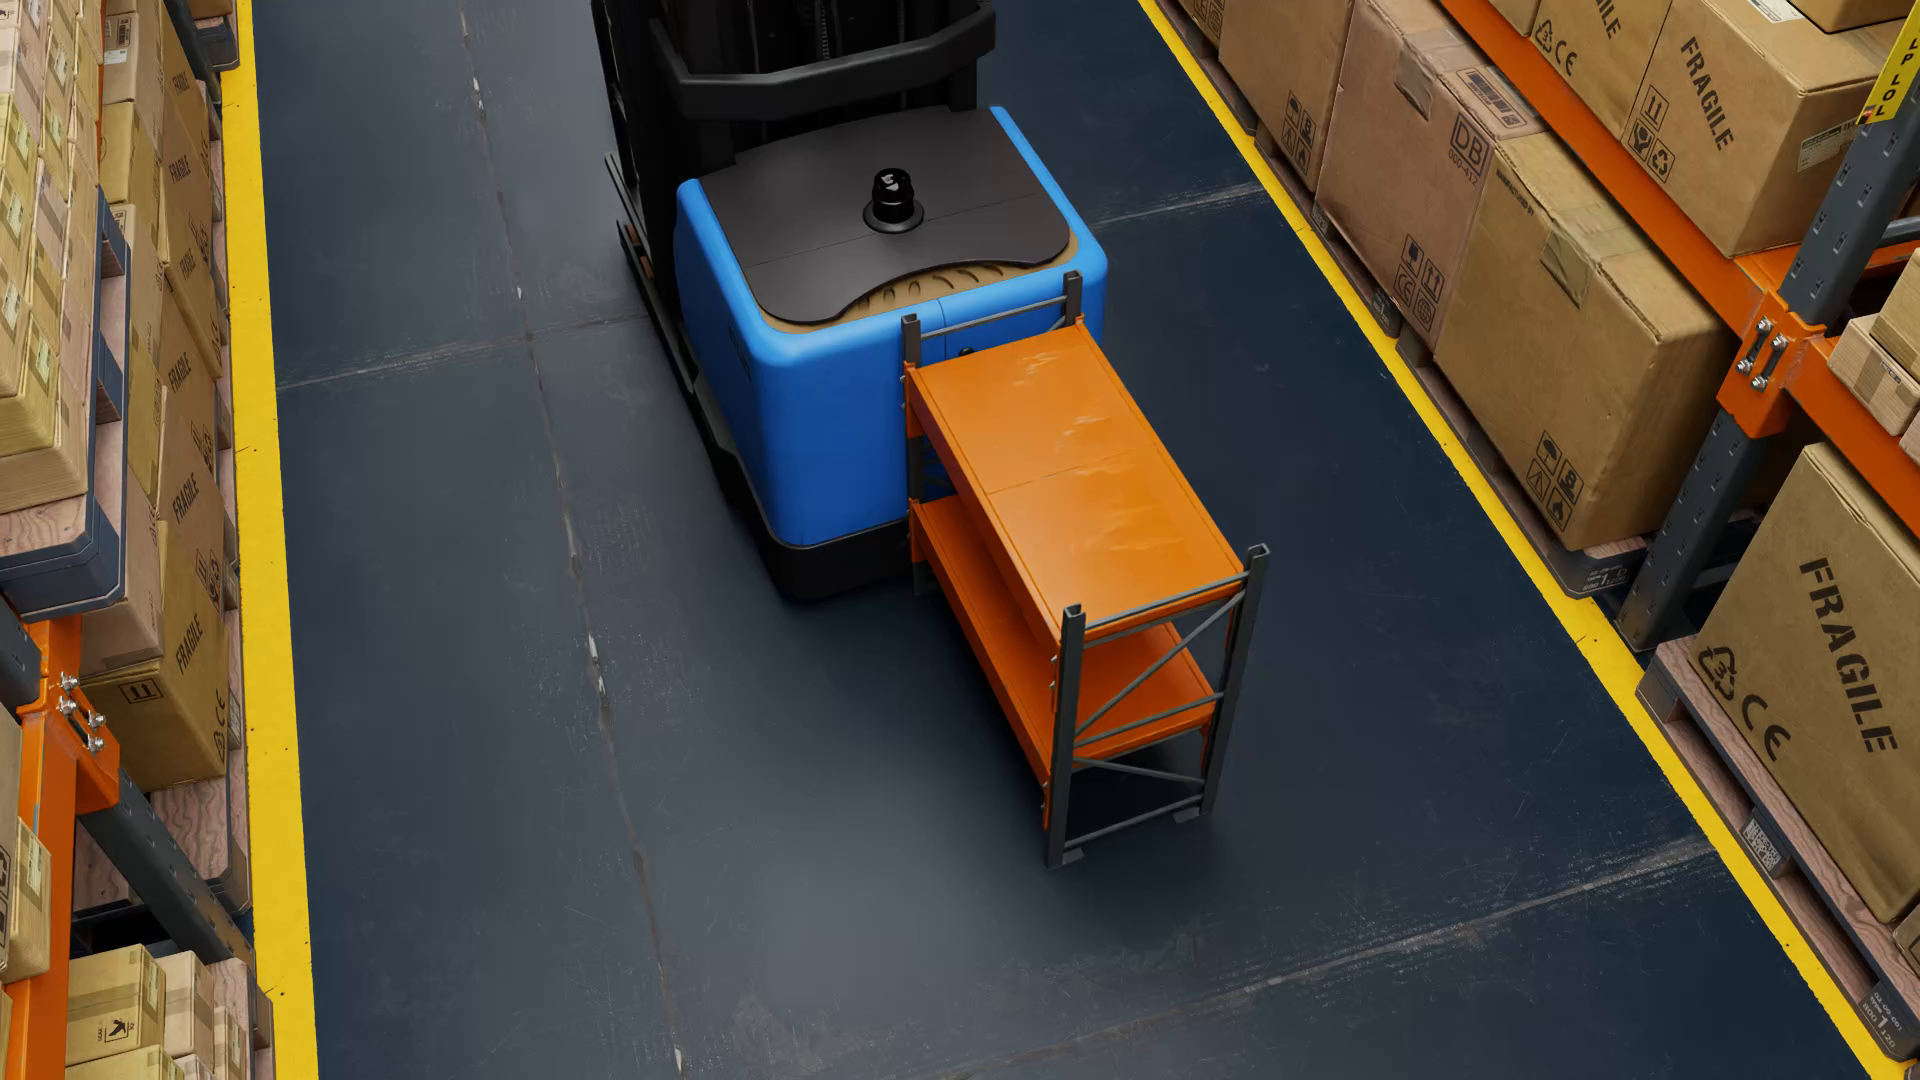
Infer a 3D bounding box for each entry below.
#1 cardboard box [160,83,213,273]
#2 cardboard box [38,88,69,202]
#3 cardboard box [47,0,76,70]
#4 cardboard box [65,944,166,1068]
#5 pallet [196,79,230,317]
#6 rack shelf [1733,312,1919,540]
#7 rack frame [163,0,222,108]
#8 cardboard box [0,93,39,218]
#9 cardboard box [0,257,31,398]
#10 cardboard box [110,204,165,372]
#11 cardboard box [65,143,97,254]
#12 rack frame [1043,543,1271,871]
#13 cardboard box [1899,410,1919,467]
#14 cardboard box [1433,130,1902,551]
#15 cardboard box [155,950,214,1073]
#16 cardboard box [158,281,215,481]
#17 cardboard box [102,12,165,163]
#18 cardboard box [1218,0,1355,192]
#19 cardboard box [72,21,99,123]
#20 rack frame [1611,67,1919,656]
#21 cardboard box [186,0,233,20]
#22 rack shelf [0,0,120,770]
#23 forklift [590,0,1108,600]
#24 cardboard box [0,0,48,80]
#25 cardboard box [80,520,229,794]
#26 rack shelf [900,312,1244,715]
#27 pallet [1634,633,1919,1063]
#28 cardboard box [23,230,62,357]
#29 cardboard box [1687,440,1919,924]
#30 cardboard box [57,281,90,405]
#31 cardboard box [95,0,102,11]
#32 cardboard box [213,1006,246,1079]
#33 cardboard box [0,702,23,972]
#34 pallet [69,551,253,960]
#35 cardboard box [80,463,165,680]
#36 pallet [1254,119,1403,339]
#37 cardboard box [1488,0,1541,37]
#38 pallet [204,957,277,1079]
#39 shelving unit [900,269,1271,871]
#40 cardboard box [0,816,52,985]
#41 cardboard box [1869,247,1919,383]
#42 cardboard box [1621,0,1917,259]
[{"bbox_3d":[-2.887,-1.183,5.645,0.500,0.500,0.500,-11,51,-10],"label":"cardboard box"},{"bbox_3d":[-2.208,-0.842,3.693,0.380,0.149,0.250,-15,52,-13],"label":"cardboard box"},{"bbox_3d":[-2.368,-1.232,4.022,0.380,0.149,0.250,-14,51,-12],"label":"cardboard box"},{"bbox_3d":[-1.944,1.060,3.596,0.380,0.149,0.250,-12,51,-10],"label":"cardboard box"},{"bbox_3d":[-3.252,-1.185,6.111,1.003,0.211,1.213,-13,51,-11],"label":"pallet"},{"bbox_3d":[3.061,0.912,2.990,1.077,0.370,4.000,-13,51,-11],"label":"rack shelf"},{"bbox_3d":[-3.481,-2.655,5.526,1.000,3.000,0.127,-13,51,-11],"label":"rack frame"},{"bbox_3d":[-2.137,-0.761,3.430,0.380,0.149,0.250,-13,51,-11],"label":"cardboard box"},{"bbox_3d":[-1.975,-0.371,3.101,0.380,0.149,0.250,-11,51,-9],"label":"cardboard box"},{"bbox_3d":[-2.571,-0.666,4.719,0.500,0.250,0.500,-12,51,-10],"label":"cardboard box"},{"bbox_3d":[-2.206,-0.747,3.808,0.380,0.149,0.250,-13,51,-11],"label":"cardboard box"},{"bbox_3d":[0.464,0.451,4.134,0.500,1.125,0.032,-17,52,-14],"label":"rack frame"},{"bbox_3d":[2.317,-0.217,3.635,0.380,0.149,0.250,-15,51,-12],"label":"cardboard box"},{"bbox_3d":[2.261,-0.694,4.988,1.225,0.875,0.875,-13,51,-11],"label":"cardboard box"},{"bbox_3d":[-1.901,1.113,3.745,0.380,0.149,0.250,-12,51,-10],"label":"cardboard box"},{"bbox_3d":[-2.589,-0.428,5.009,0.500,0.500,0.500,-13,51,-10],"label":"cardboard box"},{"bbox_3d":[-2.869,-1.419,5.354,0.500,0.250,0.500,-13,51,-10],"label":"cardboard box"},{"bbox_3d":[1.727,-1.991,6.082,1.225,0.875,0.875,-13,51,-11],"label":"cardboard box"},{"bbox_3d":[-2.367,-1.132,4.132,0.380,0.149,0.250,-14,51,-12],"label":"cardboard box"},{"bbox_3d":[2.470,-0.781,3.946,1.000,3.000,0.127,-13,51,-11],"label":"rack frame"},{"bbox_3d":[-3.575,-2.530,6.618,1.050,0.750,0.750,-14,51,-11],"label":"cardboard box"},{"bbox_3d":[-2.890,-0.962,4.570,1.077,0.370,4.000,-13,51,-11],"label":"rack shelf"},{"bbox_3d":[-0.597,-1.916,4.948,1.130,2.935,3.031,-17,52,-14],"label":"forklift"},{"bbox_3d":[-2.285,-1.131,3.742,0.380,0.149,0.250,-14,51,-11],"label":"cardboard box"},{"bbox_3d":[-2.263,0.337,4.364,0.500,0.500,0.500,-12,51,-10],"label":"cardboard box"},{"bbox_3d":[0.275,-0.098,4.214,0.538,0.278,1.000,-17,52,-14],"label":"rack shelf"},{"bbox_3d":[2.620,0.691,4.529,1.003,0.211,1.213,-13,51,-11],"label":"pallet"},{"bbox_3d":[-2.054,-0.464,3.374,0.380,0.149,0.250,-14,51,-12],"label":"cardboard box"},{"bbox_3d":[2.588,0.269,4.177,0.875,0.875,0.875,-13,51,-11],"label":"cardboard box"},{"bbox_3d":[-2.063,-0.380,3.498,0.380,0.149,0.250,-13,51,-10],"label":"cardboard box"},{"bbox_3d":[-2.522,-1.515,4.455,0.380,0.149,0.250,-12,51,-10],"label":"cardboard box"},{"bbox_3d":[-1.857,1.260,3.816,0.380,0.149,0.250,-13,51,-11],"label":"cardboard box"},{"bbox_3d":[-1.885,0.428,2.667,0.500,0.500,0.500,-13,51,-11],"label":"cardboard box"},{"bbox_3d":[-2.530,0.597,4.608,1.003,0.211,1.213,-13,51,-11],"label":"pallet"},{"bbox_3d":[-2.264,0.096,4.077,0.500,0.250,0.500,-15,52,-13],"label":"cardboard box"},{"bbox_3d":[1.805,-1.321,6.226,1.003,0.211,1.213,-13,51,-11],"label":"pallet"},{"bbox_3d":[1.770,-1.836,4.770,0.500,0.500,0.500,-14,51,-11],"label":"cardboard box"},{"bbox_3d":[-2.066,1.648,3.723,1.003,0.211,1.213,-13,51,-11],"label":"pallet"},{"bbox_3d":[0.275,0.090,4.438,0.538,1.125,1.048,-17,52,-14],"label":"shelving unit"},{"bbox_3d":[-1.810,0.667,2.890,0.380,0.149,0.250,-15,51,-12],"label":"cardboard box"},{"bbox_3d":[2.358,-0.426,3.551,0.500,0.250,0.500,-14,51,-12],"label":"cardboard box"},{"bbox_3d":[2.071,-1.093,4.144,0.500,0.500,0.500,-13,51,-11],"label":"cardboard box"}]
